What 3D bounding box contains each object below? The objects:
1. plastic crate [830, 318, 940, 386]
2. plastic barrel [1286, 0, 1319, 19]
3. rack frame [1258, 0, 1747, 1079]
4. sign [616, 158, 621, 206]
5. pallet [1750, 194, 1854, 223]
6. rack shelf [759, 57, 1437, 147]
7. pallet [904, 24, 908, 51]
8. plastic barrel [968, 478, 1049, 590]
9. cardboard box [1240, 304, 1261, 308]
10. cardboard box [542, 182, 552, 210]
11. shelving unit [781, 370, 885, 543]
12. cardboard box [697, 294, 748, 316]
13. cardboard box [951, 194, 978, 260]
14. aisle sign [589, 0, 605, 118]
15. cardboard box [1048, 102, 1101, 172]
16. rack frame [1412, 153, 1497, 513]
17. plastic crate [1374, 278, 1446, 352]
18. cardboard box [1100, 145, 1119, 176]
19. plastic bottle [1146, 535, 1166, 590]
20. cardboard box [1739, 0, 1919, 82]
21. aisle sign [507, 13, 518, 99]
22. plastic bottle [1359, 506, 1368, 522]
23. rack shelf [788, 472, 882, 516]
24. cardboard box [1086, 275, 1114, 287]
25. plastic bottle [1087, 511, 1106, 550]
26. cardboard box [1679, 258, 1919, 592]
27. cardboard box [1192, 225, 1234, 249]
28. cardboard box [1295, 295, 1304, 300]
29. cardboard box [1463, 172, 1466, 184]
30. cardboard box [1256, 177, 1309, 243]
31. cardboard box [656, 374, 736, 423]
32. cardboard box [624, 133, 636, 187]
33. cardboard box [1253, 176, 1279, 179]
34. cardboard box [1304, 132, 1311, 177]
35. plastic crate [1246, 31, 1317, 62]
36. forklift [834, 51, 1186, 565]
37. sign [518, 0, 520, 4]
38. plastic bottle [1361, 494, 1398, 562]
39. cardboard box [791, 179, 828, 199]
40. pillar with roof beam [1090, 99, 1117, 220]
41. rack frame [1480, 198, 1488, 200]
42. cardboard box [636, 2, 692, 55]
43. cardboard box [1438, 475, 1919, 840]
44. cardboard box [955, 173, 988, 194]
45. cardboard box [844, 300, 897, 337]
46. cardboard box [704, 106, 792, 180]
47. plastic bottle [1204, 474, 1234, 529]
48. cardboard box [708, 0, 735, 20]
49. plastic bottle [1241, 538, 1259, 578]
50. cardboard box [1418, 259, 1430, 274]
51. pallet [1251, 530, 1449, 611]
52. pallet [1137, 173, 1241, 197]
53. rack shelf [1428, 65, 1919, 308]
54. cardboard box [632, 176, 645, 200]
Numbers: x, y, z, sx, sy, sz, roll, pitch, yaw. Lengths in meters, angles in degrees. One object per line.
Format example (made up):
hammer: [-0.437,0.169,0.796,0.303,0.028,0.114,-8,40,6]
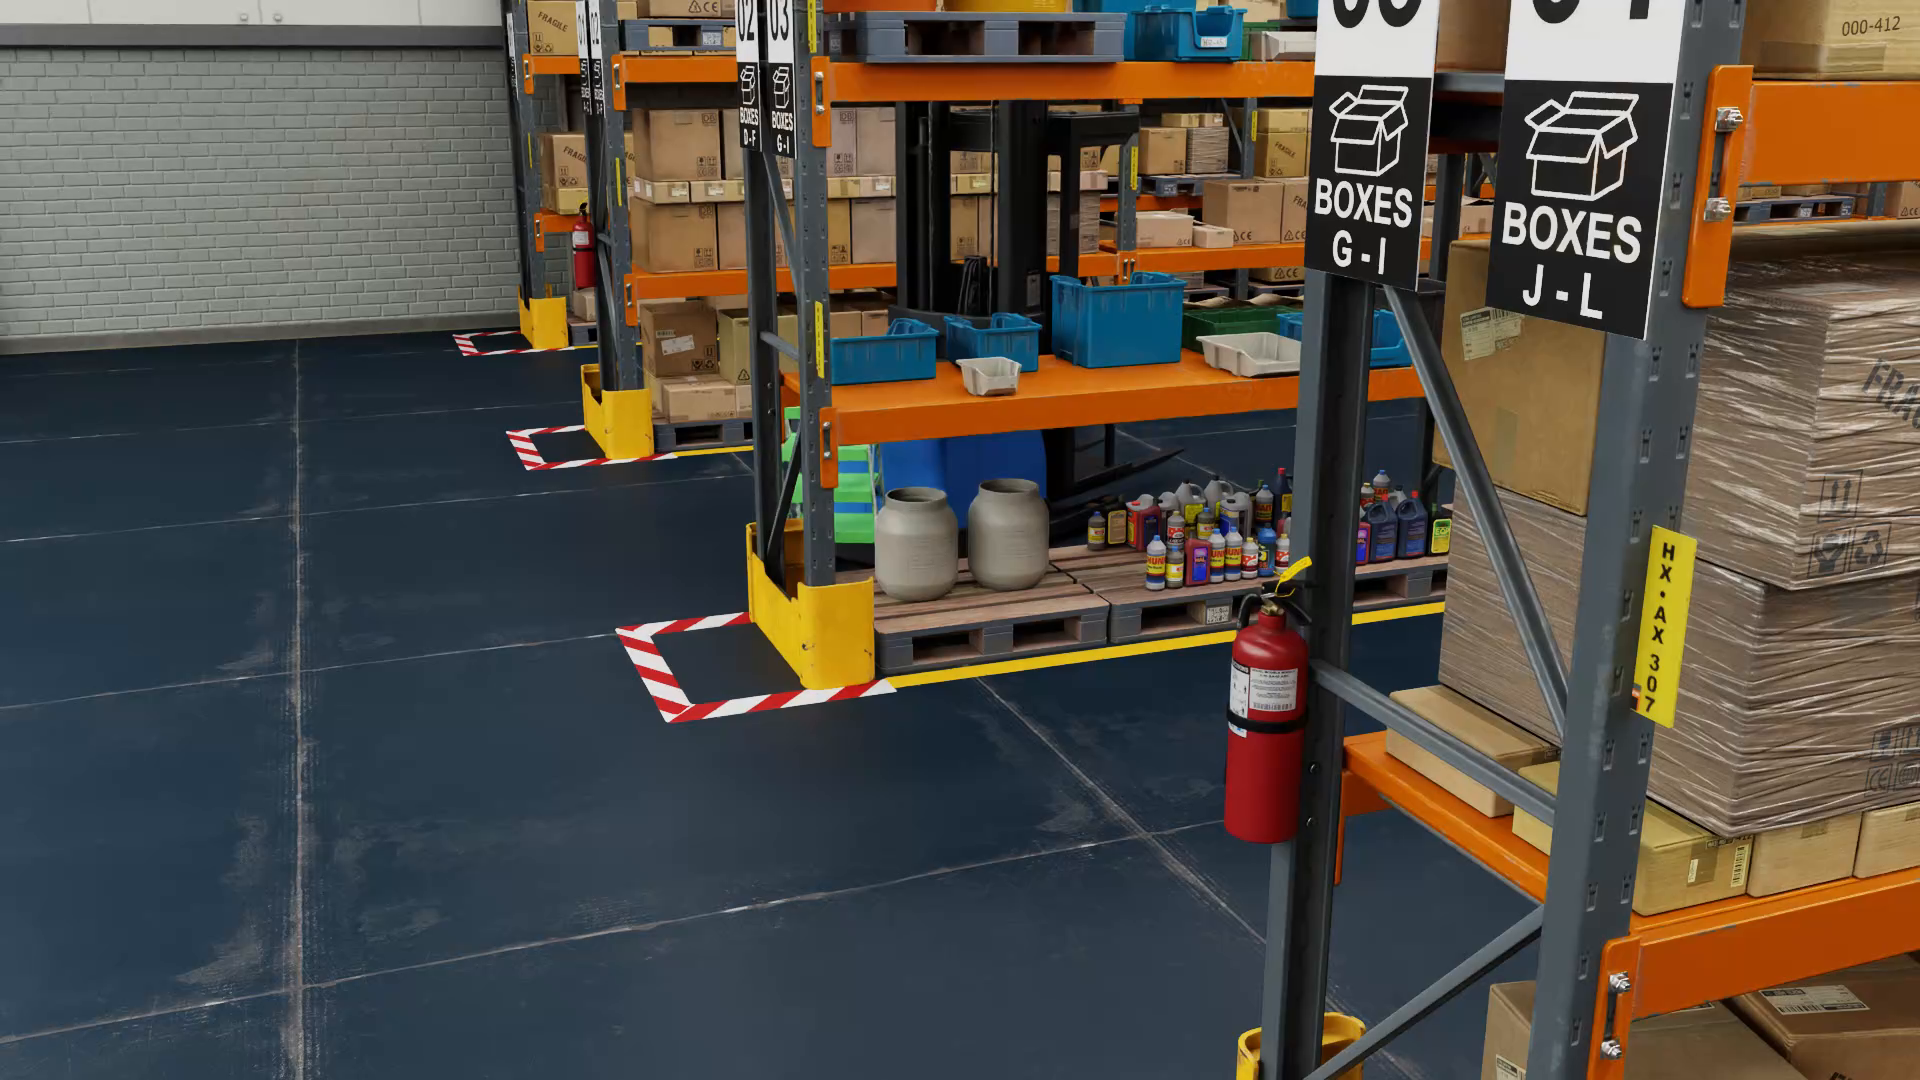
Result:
plastic crate: [-0.446,-0.945,8.257,0.616,0.251,0.499,-6,17,-20]
plastic barrel: [1.961,-3.100,8.371,0.708,0.901,0.600,-6,17,-20]
rack frame: [0.967,0.417,3.356,0.053,2.616,0.949,-6,17,-20]
sign: [-2.382,-2.498,11.603,0.005,0.325,0.100,-6,17,-20]
pallet: [7.845,-3.257,16.206,1.213,0.211,1.003,-6,17,-20]
rack shelf: [1.061,-2.183,8.162,4.000,0.370,1.077,-6,17,-20]
pallet: [-0.765,-3.776,12.468,1.213,0.211,1.003,-6,17,-20]
plastic barrel: [0.249,-0.032,8.554,0.421,0.512,0.421,0,16,0]
cardboard box: [2.587,-1.823,14.123,0.500,0.311,0.500,-7,18,-22]
cardboard box: [-3.984,-3.530,17.025,0.500,0.250,0.500,-6,17,-19]
shelving unit: [-0.681,-0.309,8.928,0.503,1.200,0.258,0,26,10]
cardboard box: [-2.438,-2.670,17.523,0.500,0.500,0.700,-7,18,-24]
cardboard box: [-0.212,-2.491,13.081,0.500,0.500,0.700,-6,17,-19]
aisle sign: [-2.527,-3.351,11.572,0.004,0.787,0.394,-6,17,-20]
cardboard box: [0.748,-3.218,13.254,0.500,0.500,0.700,-6,17,-20]
rack frame: [2.929,-1.291,9.170,0.127,3.000,1.000,-6,17,-20]
plastic crate: [2.394,-1.242,9.113,0.504,0.338,0.767,-6,17,-20]
cardboard box: [1.528,-4.378,18.725,0.500,0.500,0.700,-6,17,-20]
plastic bottle: [0.998,0.110,8.462,0.097,0.271,0.097,0,16,0]
cardboard box: [1.508,-0.932,2.891,0.500,0.250,0.500,-6,17,-18]
aisle sign: [-4.311,-4.655,16.013,0.004,0.787,0.394,-6,17,-20]
plastic bottle: [2.175,-0.071,9.070,0.135,0.276,0.152,-6,17,-20]
rack shelf: [-0.677,-0.252,8.956,0.480,0.148,0.258,0,26,10]
cardboard box: [1.489,-3.147,19.147,0.500,0.500,0.700,-6,17,-20]
plastic bottle: [0.752,-0.056,9.152,0.097,0.201,0.097,0,16,0]
cardboard box: [1.577,-0.238,3.107,0.500,0.500,0.500,-6,17,-20]
cardboard box: [2.060,-2.509,13.765,0.250,0.149,0.380,-6,17,-20]
cardboard box: [3.336,-2.067,14.954,0.500,0.311,0.500,-7,18,-22]
cardboard box: [5.929,-4.396,20.156,0.250,0.149,0.380,-6,17,-20]
cardboard box: [2.842,-2.819,14.197,0.500,0.500,0.500,-6,17,-20]
cardboard box: [-1.995,-1.069,12.549,0.500,0.250,0.500,-6,17,-20]
cardboard box: [-3.333,-3.808,16.641,0.500,0.500,0.500,-6,17,-20]
cardboard box: [3.509,-4.162,19.357,0.250,0.149,0.380,-6,18,-21]
cardboard box: [4.156,-4.533,19.469,0.500,0.500,0.500,-6,17,-18]
plastic crate: [1.575,-2.335,7.871,0.396,0.136,0.243,-6,17,-20]
forklift: [0.380,-1.547,10.164,1.130,2.935,3.031,12,20,35]
sign: [-4.157,-5.210,15.641,0.005,0.325,0.100,-6,17,-20]
plastic bottle: [2.251,-0.071,8.936,0.185,0.351,0.144,-7,18,-23]
cardboard box: [-1.169,-2.638,12.428,0.250,0.149,0.380,-7,18,-22]
pillar with roof beam: [3.136,-6.143,15.046,0.400,9.000,9.100,-6,17,-20]
rack frame: [6.854,-4.704,20.793,0.127,3.000,1.000,-6,17,-20]
cardboard box: [-2.952,-5.057,16.458,0.500,0.500,0.500,-5,17,-18]
cardboard box: [1.489,0.177,3.467,0.500,0.500,0.875,-6,17,-20]
cardboard box: [0.032,-2.768,12.870,0.250,0.149,0.380,-6,17,-20]
cardboard box: [-0.593,-1.579,12.956,0.500,0.500,0.500,-6,17,-20]
cardboard box: [-1.596,-2.965,12.391,0.500,0.500,0.700,-7,18,-22]
plastic bottle: [1.453,-0.197,9.365,0.185,0.351,0.144,-6,18,-21]
cardboard box: [-1.595,-4.012,12.387,0.500,0.250,0.500,-6,17,-20]
plastic bottle: [1.504,0.089,8.658,0.097,0.201,0.097,0,16,0]
cardboard box: [5.465,-3.684,20.389,0.750,0.750,0.750,-6,17,-18]
pallet: [2.287,0.104,9.369,1.213,0.211,1.003,-6,17,-20]
pallet: [2.491,-4.109,19.106,1.003,0.211,1.213,-6,17,-20]
rack shelf: [2.833,-0.880,3.724,4.000,0.370,1.077,-6,17,-20]
cardboard box: [-2.287,-2.639,12.432,0.250,0.149,0.380,-6,18,-21]
